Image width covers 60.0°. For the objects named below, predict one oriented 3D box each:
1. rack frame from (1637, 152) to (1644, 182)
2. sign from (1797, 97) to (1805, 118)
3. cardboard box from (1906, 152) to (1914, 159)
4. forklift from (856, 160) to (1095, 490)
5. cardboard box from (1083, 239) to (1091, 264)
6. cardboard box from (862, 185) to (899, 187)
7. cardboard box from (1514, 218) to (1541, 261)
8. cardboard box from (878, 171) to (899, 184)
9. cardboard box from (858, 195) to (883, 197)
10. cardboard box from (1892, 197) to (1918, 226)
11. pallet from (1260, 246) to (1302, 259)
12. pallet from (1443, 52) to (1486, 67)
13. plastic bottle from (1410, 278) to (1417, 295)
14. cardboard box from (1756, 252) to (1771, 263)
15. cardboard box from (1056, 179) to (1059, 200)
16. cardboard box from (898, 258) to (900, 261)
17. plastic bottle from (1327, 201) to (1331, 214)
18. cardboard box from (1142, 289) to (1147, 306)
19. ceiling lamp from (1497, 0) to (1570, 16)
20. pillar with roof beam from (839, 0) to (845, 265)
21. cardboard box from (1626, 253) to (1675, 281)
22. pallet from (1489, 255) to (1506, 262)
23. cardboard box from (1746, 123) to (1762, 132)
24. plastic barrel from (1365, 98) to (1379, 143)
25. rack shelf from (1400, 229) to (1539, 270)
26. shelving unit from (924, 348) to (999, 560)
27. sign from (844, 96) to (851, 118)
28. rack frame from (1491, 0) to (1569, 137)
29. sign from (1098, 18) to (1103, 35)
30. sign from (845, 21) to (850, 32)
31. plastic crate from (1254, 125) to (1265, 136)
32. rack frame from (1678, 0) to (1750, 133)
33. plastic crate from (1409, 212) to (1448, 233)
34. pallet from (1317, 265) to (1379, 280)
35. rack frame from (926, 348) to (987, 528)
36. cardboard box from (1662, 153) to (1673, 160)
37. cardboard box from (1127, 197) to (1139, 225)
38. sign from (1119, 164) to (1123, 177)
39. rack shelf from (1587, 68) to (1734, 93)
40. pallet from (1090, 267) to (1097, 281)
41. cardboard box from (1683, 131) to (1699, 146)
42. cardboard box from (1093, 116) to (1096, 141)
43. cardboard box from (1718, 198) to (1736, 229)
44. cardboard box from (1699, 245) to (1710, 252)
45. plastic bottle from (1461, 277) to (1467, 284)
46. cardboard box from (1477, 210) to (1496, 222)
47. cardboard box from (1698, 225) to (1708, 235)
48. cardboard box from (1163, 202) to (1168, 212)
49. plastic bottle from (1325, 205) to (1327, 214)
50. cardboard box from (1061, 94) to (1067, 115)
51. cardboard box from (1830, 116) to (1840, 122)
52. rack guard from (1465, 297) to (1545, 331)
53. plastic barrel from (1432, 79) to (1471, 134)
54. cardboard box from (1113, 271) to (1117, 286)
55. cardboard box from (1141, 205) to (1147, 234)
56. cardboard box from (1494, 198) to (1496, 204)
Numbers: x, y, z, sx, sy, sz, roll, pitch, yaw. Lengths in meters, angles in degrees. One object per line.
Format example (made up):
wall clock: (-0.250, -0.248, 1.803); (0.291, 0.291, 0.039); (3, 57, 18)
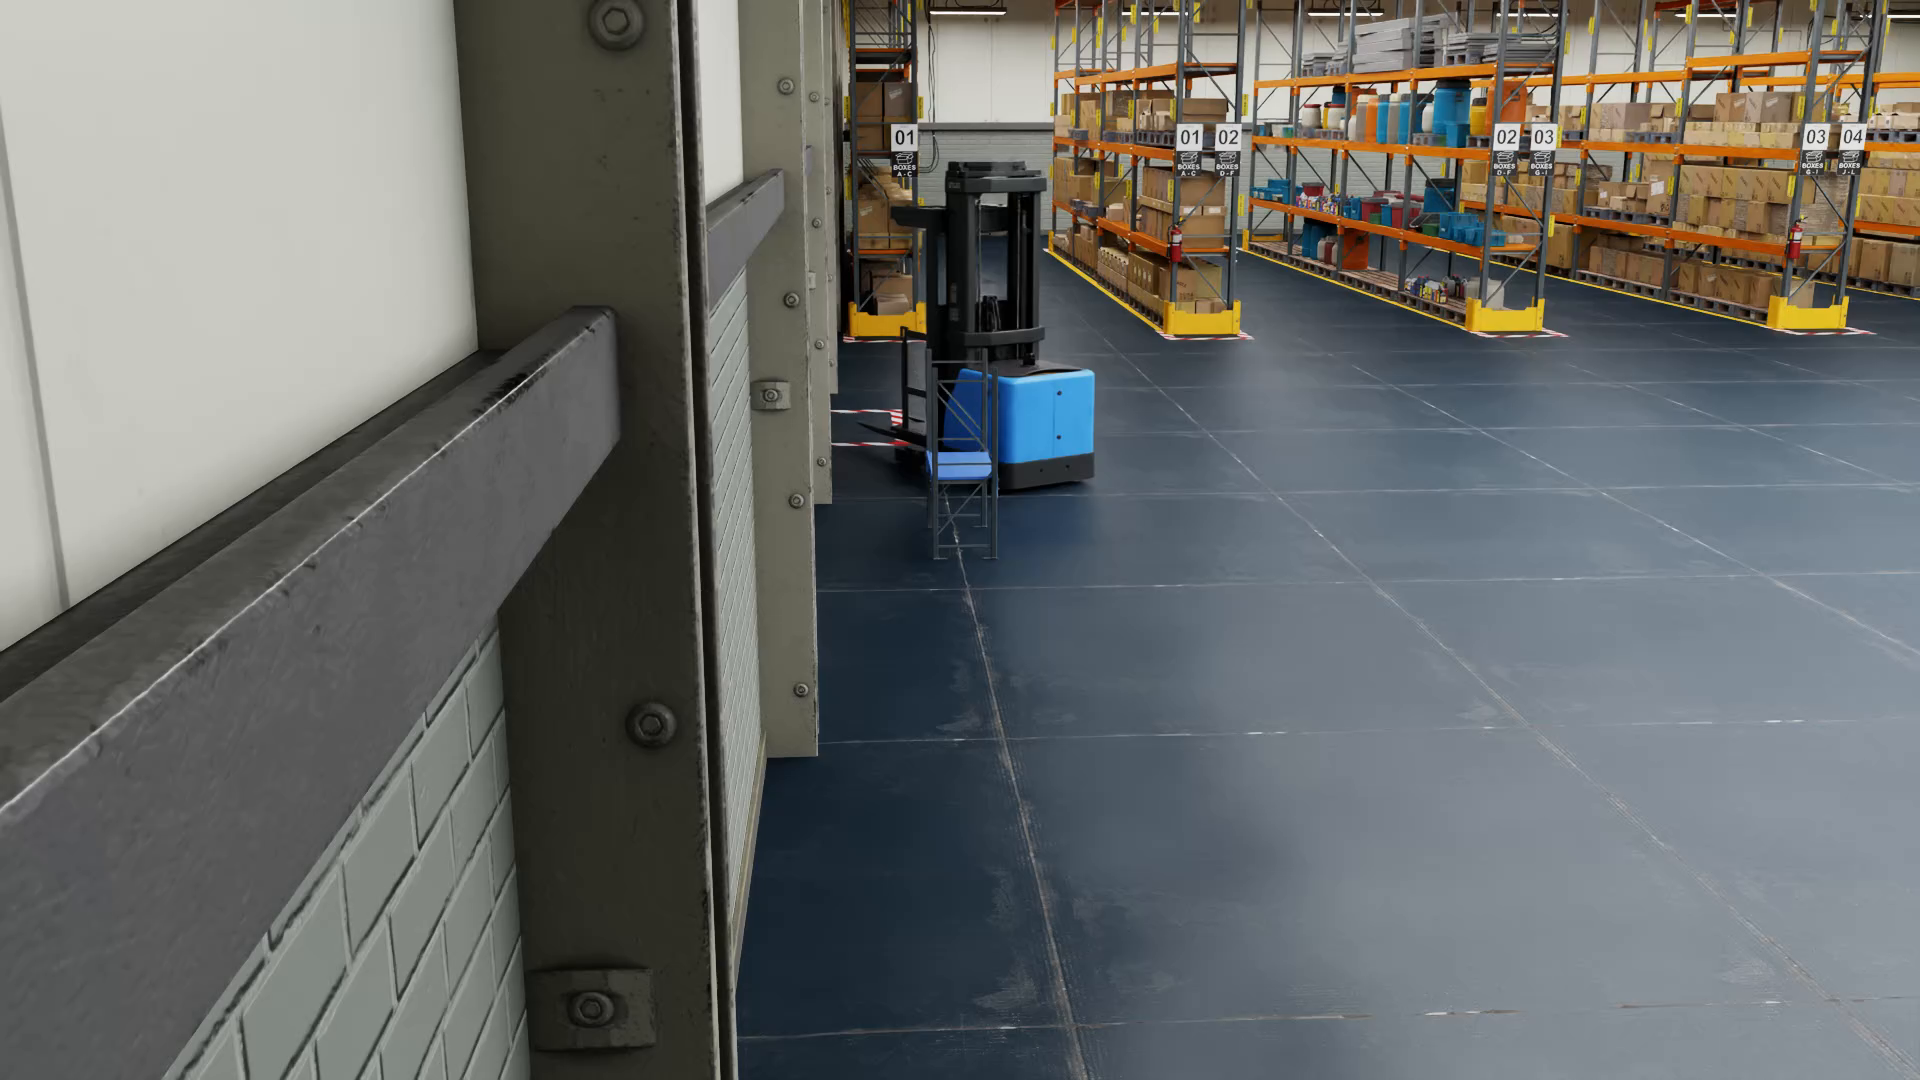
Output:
rack frame: (17.652, -8.907, 42.123); (1.000, 3.000, 0.127); (-1, 14, -3)
sign: (13.131, -6.754, 25.959); (0.100, 0.325, 0.005); (-1, 14, -3)
cardboard box: (22.584, -9.061, 39.215); (0.380, 0.149, 0.250); (-1, 14, -3)
forklift: (0.020, -2.179, 16.112); (1.130, 2.935, 3.031); (-9, 17, -32)
cardboard box: (2.941, -6.204, 35.753); (0.500, 0.500, 0.500); (-1, 14, -6)
cardboard box: (-1.502, -6.471, 31.574); (0.700, 0.500, 0.500); (-1, 14, -3)
cardboard box: (13.059, -6.654, 36.788); (1.225, 0.875, 0.875); (-1, 14, -5)
cardboard box: (-1.413, -7.325, 33.635); (0.500, 0.250, 0.500); (-1, 14, -2)
cardboard box: (-1.444, -5.314, 26.918); (0.500, 0.500, 0.500); (-1, 14, -5)
cardboard box: (18.065, -6.222, 31.488); (0.500, 0.500, 0.500); (-1, 14, -4)
pallet: (7.837, -6.920, 39.997); (1.003, 0.211, 1.213); (-1, 14, -3)
pallet: (8.653, -7.906, 27.375); (1.003, 0.211, 1.213); (-1, 14, -3)
plastic bottle: (8.125, -4.522, 29.666); (0.152, 0.276, 0.135); (0, 14, -1)
cardboard box: (17.768, -6.330, 36.282); (0.500, 0.500, 0.500); (-2, 15, -6)
cardboard box: (2.609, -8.509, 40.376); (0.500, 0.500, 0.500); (-1, 14, -4)
cardboard box: (-1.544, -5.460, 32.862); (0.700, 0.500, 0.500); (-1, 14, -3)
plastic bottle: (7.769, -7.004, 34.986); (0.097, 0.271, 0.097); (0, 14, 0)
cardboard box: (3.366, -4.097, 28.106); (0.500, 0.250, 0.500); (-1, 14, -3)
ceiling lamp: (15.060, -15.294, 43.194); (2.000, 3.185, 0.800); (-1, 14, -3)
pillar with roof beam: (1.502, -10.763, 37.300); (9.100, 9.000, 0.400); (-1, 14, -3)
cardboard box: (13.376, -5.284, 32.178); (0.700, 0.500, 0.500); (-2, 15, -8)
pallet: (12.974, -6.700, 39.143); (1.003, 0.211, 1.213); (-1, 14, -3)
cardboard box: (13.284, -6.837, 27.560); (0.380, 0.149, 0.250); (-2, 15, -6)
plastic barrel: (8.122, -8.079, 32.026); (0.600, 0.830, 0.708); (-1, 14, -3)
rack shelf: (8.619, -4.948, 28.183); (1.077, 0.370, 4.000); (-1, 14, -3)
shelving unit: (0.005, -0.705, 13.257); (0.538, 1.500, 1.048); (-1, 14, -3)
sign: (-1.700, -6.524, 25.067); (0.100, 0.325, 0.005); (-1, 14, -3)
rack frame: (8.743, -7.705, 25.412); (1.000, 3.000, 0.127); (-1, 14, -3)
sign: (2.762, -10.099, 32.683); (0.100, 0.325, 0.005); (-1, 14, -3)
sign: (-2.194, -10.061, 32.378); (0.100, 0.325, 0.005); (-1, 14, -3)
plastic crate: (7.497, -10.068, 40.879); (0.497, 0.269, 0.590); (-1, 14, -3)
rack frame: (13.439, -8.776, 29.576); (1.000, 3.000, 0.127); (-1, 14, -3)
plastic crate: (8.401, -5.632, 29.520); (0.767, 0.338, 0.504); (-1, 14, -3)
pallet: (8.157, -5.634, 35.000); (1.003, 0.211, 1.213); (-1, 14, -3)
rack frame: (-0.026, -0.832, 13.748); (0.500, 1.500, 0.032); (-1, 14, -3)
cardboard box: (17.462, -9.212, 40.507); (0.500, 0.500, 0.500); (-1, 14, -5)
cardboard box: (3.456, -6.214, 31.457); (0.500, 0.500, 0.500); (-1, 14, -3)
sign: (3.609, -8.278, 37.358); (0.100, 0.325, 0.005); (-1, 14, -3)
rack shelf: (13.315, -8.731, 31.649); (1.077, 0.370, 4.000); (-1, 14, -3)
pallet: (3.295, -5.549, 34.671); (1.003, 0.211, 1.213); (-1, 14, -3)
cardboard box: (13.211, -7.135, 29.518); (0.500, 0.250, 0.500); (-1, 15, -6)
cardboard box: (3.211, -8.449, 34.126); (0.910, 0.500, 0.500); (-1, 14, -3)
cardboard box: (13.522, -5.578, 28.387); (0.875, 0.500, 0.500); (-1, 14, -3)
cardboard box: (17.535, -6.827, 38.918); (0.380, 0.149, 0.250); (-1, 14, -3)
plastic bottle: (8.855, -4.441, 29.199); (0.144, 0.351, 0.185); (-1, 14, -4)
cardboard box: (12.926, -7.424, 39.781); (0.875, 0.875, 0.875); (-1, 14, -3)
cardboard box: (13.197, -5.442, 29.161); (0.380, 0.149, 0.250); (-1, 14, -3)
cardboard box: (3.521, -5.435, 27.128); (0.380, 0.149, 0.250); (0, 14, -2)
plastic bottle: (7.763, -6.994, 35.089); (0.097, 0.201, 0.097); (0, 14, 0)
cardboard box: (2.802, -10.435, 39.837); (0.700, 0.500, 0.500); (-1, 14, -3)
cardboard box: (17.859, -8.556, 34.540); (0.500, 0.500, 0.500); (-1, 14, -3)
rack guard: (8.691, -3.607, 26.542); (1.175, 0.500, 0.348); (-1, 14, -3)
plastic barrel: (8.450, -7.444, 28.569); (0.600, 0.901, 0.708); (-1, 14, -3)
cardboard box: (3.174, -4.942, 31.390); (0.500, 0.250, 0.500); (-1, 14, -2)
cardboard box: (3.585, -5.657, 29.292); (0.700, 0.500, 0.500); (-1, 14, -5)
cardboard box: (12.581, -7.874, 38.612); (0.380, 0.149, 0.250); (-1, 14, -2)
